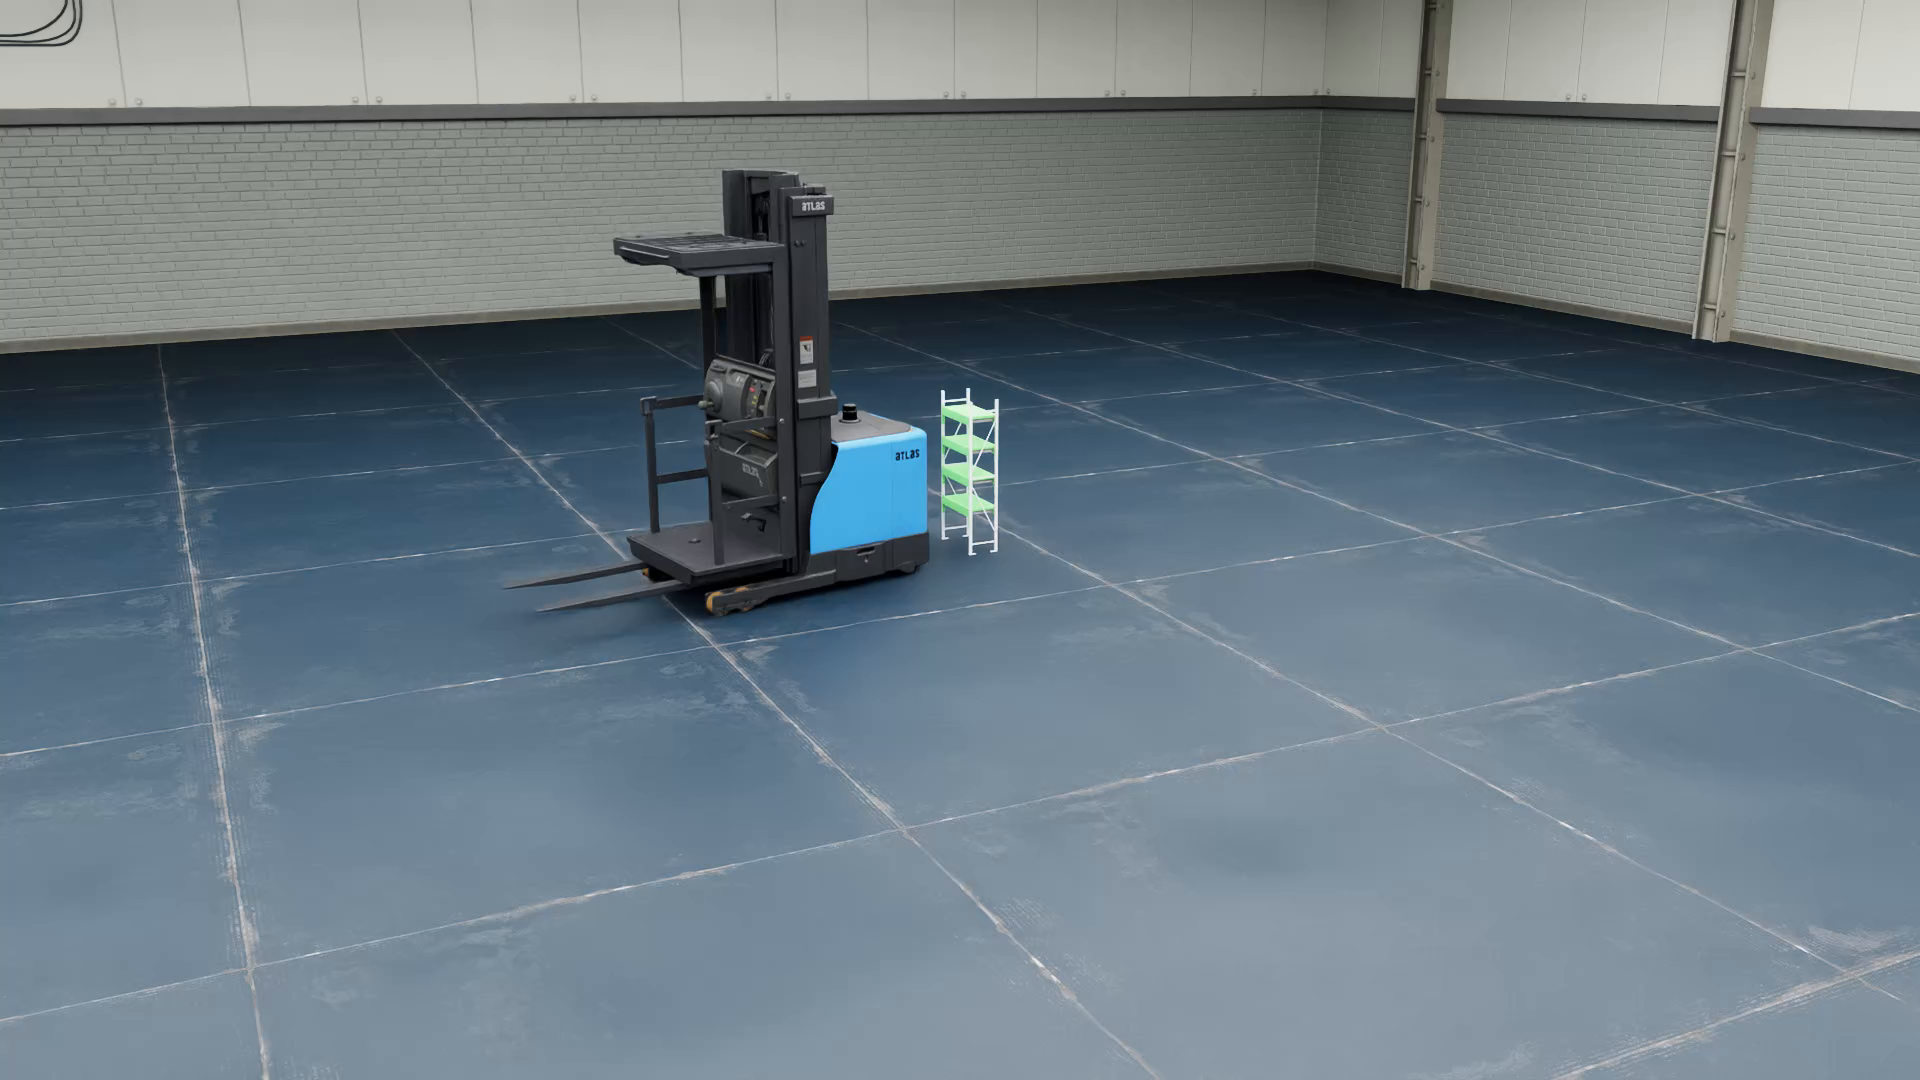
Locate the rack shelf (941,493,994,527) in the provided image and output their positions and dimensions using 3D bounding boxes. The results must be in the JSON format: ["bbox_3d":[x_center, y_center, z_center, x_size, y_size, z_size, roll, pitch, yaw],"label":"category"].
[{"bbox_3d":[0.073,-0.244,13.026,0.258,0.148,0.480,-8,18,-25],"label":"rack shelf"}]

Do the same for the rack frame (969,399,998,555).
[{"bbox_3d":[0.179,-0.475,12.731,0.240,1.200,0.015,-8,18,-25],"label":"rack frame"}]

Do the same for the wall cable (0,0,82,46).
[{"bbox_3d":[-12.188,-8.427,20.137,2.305,6.003,0.169,-8,18,-25],"label":"wall cable"}]

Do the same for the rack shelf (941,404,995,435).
[{"bbox_3d":[0.072,-0.936,12.827,0.258,0.148,0.480,-8,18,-25],"label":"rack shelf"}]

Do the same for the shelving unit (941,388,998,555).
[{"bbox_3d":[0.073,-0.536,12.942,0.258,1.200,0.503,-8,18,-25],"label":"shelving unit"}]

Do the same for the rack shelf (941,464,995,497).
[{"bbox_3d":[0.073,-0.474,12.960,0.258,0.148,0.480,-8,18,-25],"label":"rack shelf"}]

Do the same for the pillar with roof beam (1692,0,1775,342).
[{"bbox_3d":[6.448,-6.558,19.788,9.100,9.000,0.400,-8,18,-25],"label":"pillar with roof beam"}]

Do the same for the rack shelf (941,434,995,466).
[{"bbox_3d":[0.072,-0.705,12.894,0.258,0.148,0.480,-8,18,-25],"label":"rack shelf"}]

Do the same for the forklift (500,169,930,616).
[{"bbox_3d":[-1.720,-1.050,11.598,3.031,2.935,1.130,-11,20,-34],"label":"forklift"}]

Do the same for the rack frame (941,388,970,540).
[{"bbox_3d":[-0.034,-0.596,13.153,0.240,1.200,0.015,-8,18,-25],"label":"rack frame"}]

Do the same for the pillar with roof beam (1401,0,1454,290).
[{"bbox_3d":[3.819,-8.045,24.972,9.100,9.000,0.400,-8,18,-25],"label":"pillar with roof beam"}]
